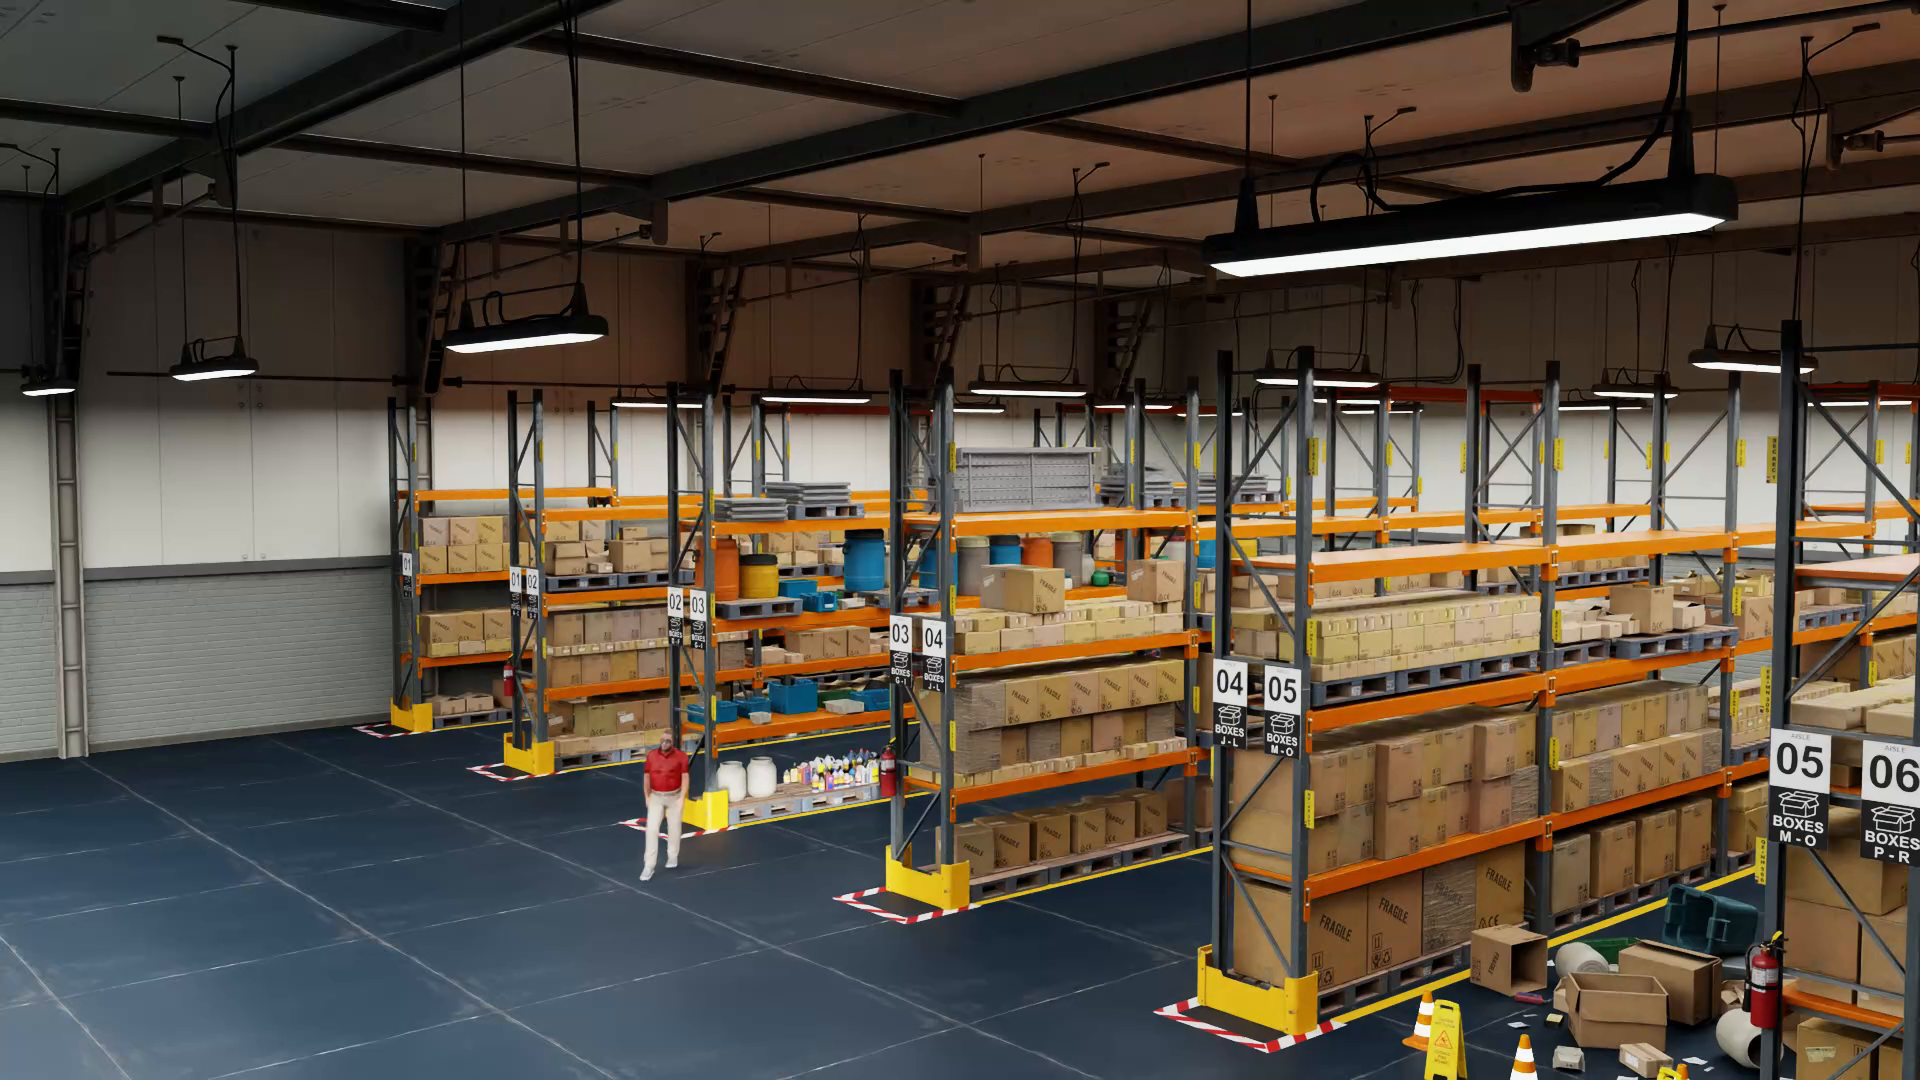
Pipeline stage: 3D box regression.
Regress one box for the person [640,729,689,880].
[{"bbox_3d":[-3.540,3.130,19.946,0.575,1.700,0.838,0,3,-7],"label":"person"}]
